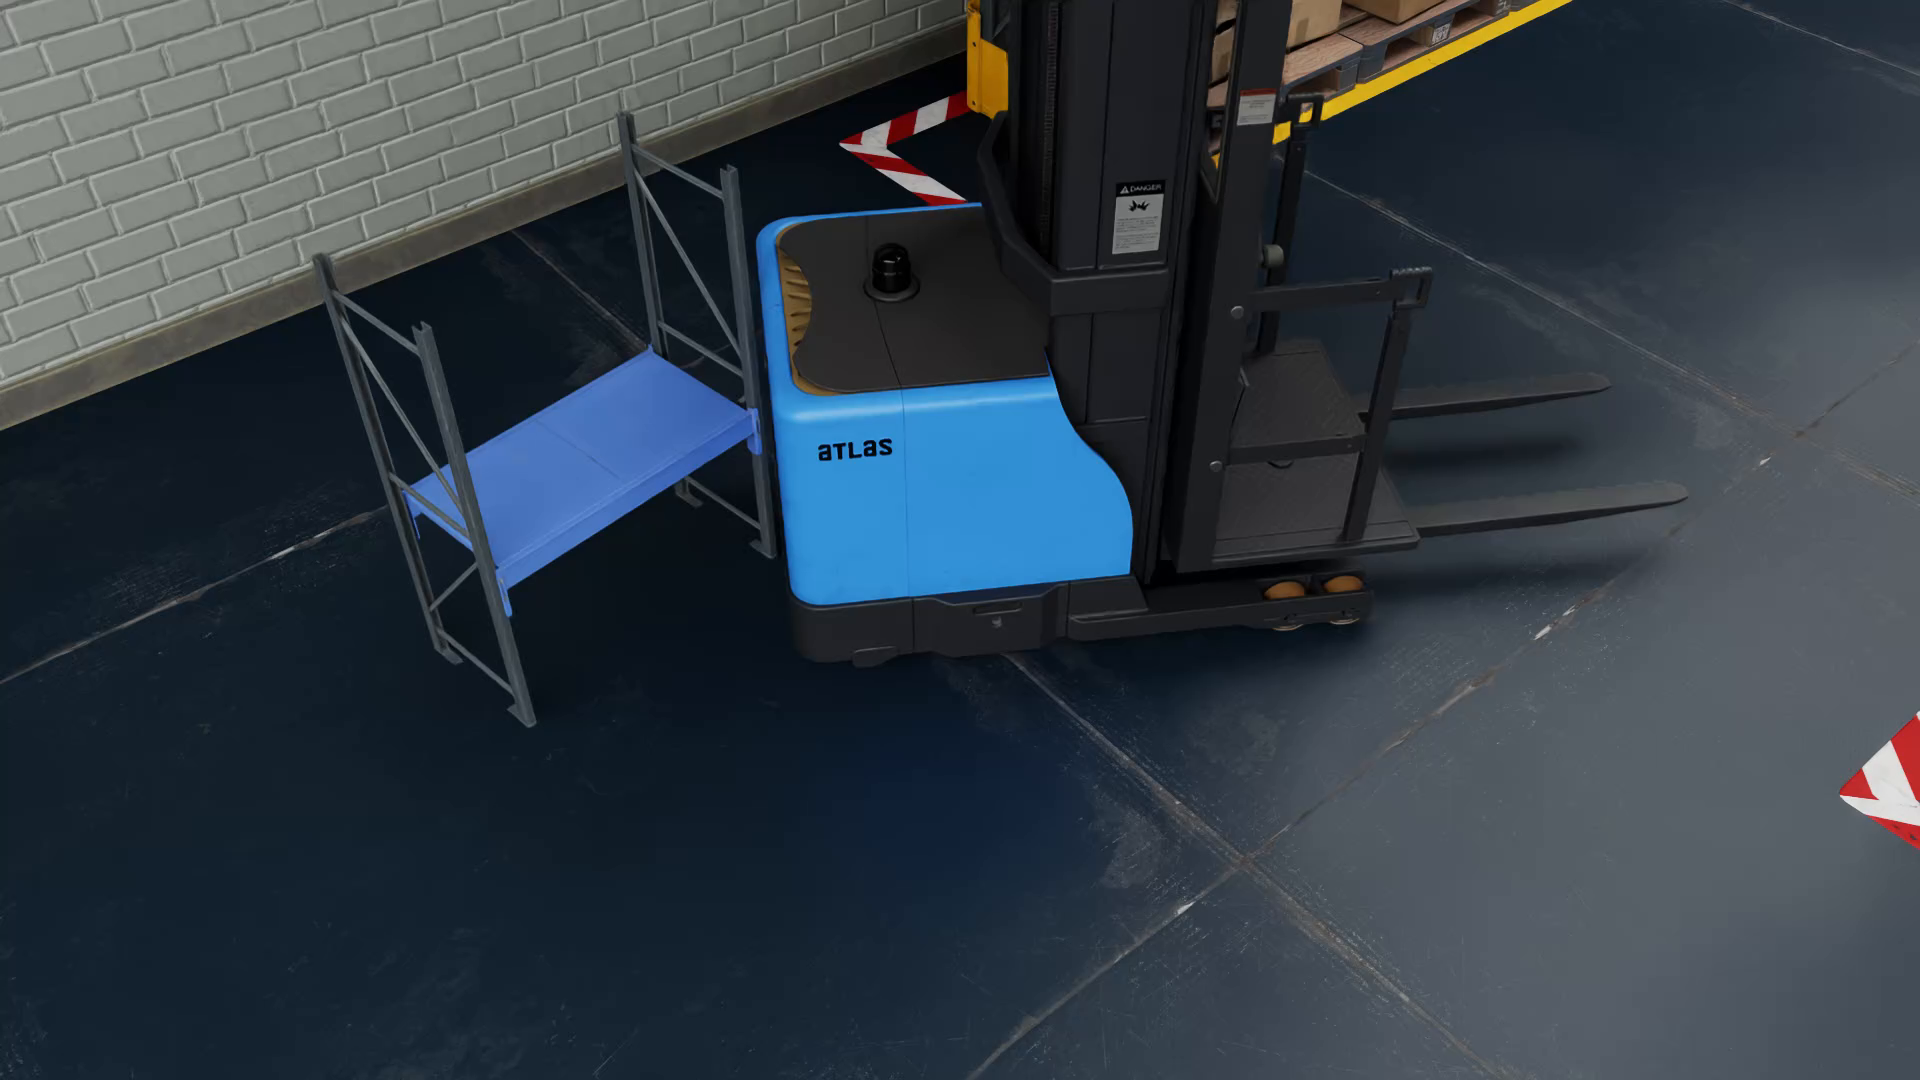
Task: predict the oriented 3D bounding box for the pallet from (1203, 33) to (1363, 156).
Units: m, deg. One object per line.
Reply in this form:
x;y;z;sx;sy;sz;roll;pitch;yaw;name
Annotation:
1.159;-2.282;8.025;1.213;0.211;1.003;-30;51;-28;pallet

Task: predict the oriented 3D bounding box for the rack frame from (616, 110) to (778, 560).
-0.818;-0.602;5.295;0.500;1.500;0.032;32;52;29;rack frame

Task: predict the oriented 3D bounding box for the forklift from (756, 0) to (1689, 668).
0.903;-1.126;4.808;3.031;2.935;1.130;-6;44;-6;forklift

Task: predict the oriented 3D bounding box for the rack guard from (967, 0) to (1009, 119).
0.513;-2.049;7.566;0.348;0.500;1.175;-30;51;-28;rack guard

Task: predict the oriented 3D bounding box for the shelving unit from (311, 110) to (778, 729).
-1.161;-0.345;5.021;0.538;1.500;1.048;32;52;29;shelving unit

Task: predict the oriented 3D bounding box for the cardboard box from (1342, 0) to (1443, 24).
2.075;-2.979;8.235;0.500;0.500;0.700;-33;52;-30;cardboard box

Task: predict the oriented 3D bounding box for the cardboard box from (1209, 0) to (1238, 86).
1.043;-2.364;7.718;0.500;0.311;0.500;33;52;30;cardboard box

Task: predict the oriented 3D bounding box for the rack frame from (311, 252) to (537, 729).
-1.504;-0.087;4.748;0.500;1.500;0.032;32;52;29;rack frame

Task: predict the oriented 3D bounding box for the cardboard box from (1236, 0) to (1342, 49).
1.480;-2.614;7.985;0.500;0.311;0.500;-26;49;-25;cardboard box

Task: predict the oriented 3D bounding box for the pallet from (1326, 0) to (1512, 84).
2.094;-2.815;8.593;1.213;0.211;1.003;-30;51;-28;pallet

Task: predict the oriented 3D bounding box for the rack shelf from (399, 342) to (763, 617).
-1.161;-0.213;5.144;0.538;0.185;1.000;32;52;29;rack shelf

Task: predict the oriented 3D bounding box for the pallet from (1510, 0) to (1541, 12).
3.030;-3.354;9.167;1.213;0.211;1.003;-30;51;-28;pallet

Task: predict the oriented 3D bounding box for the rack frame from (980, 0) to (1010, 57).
0.454;-2.927;6.675;0.127;3.000;1.000;-30;51;-28;rack frame
